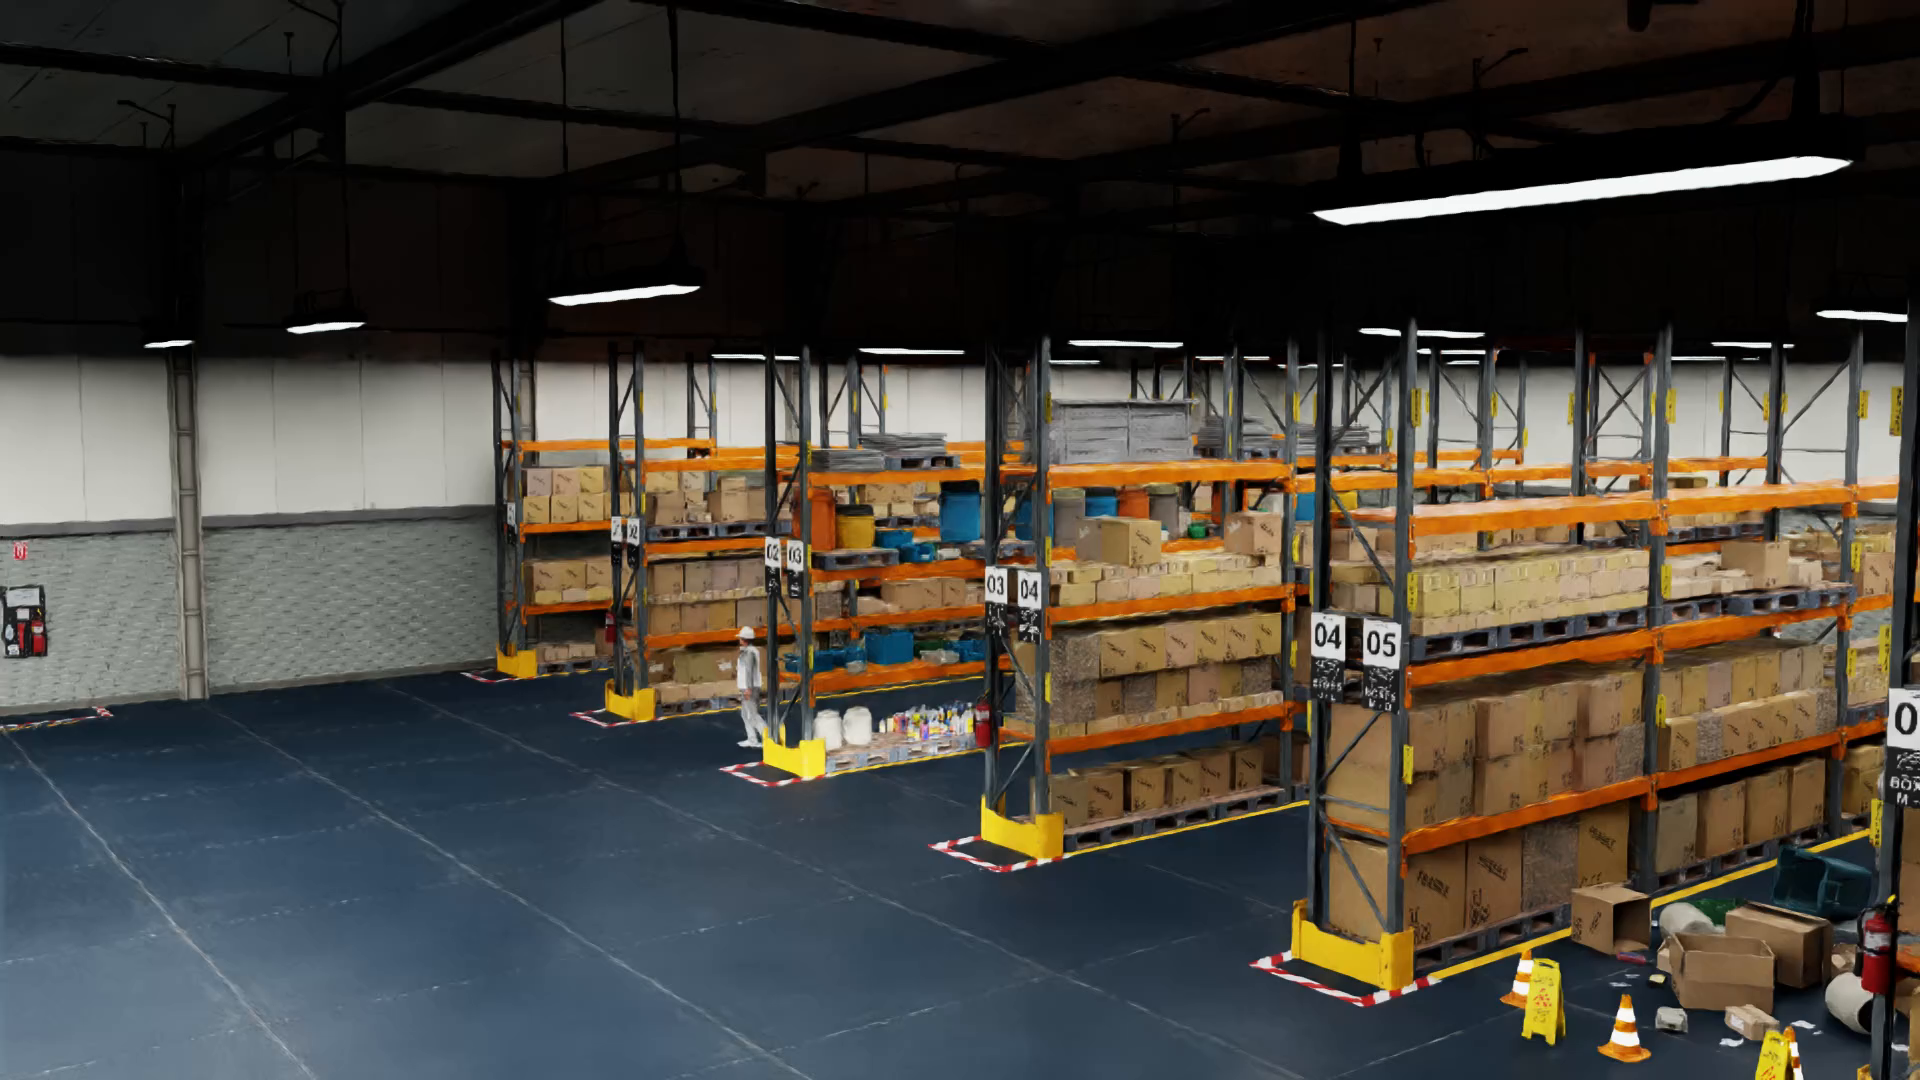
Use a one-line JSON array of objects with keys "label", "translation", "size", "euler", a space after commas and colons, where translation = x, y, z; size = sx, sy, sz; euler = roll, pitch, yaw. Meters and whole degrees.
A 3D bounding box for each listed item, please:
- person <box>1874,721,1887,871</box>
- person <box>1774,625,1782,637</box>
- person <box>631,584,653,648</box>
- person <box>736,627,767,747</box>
[{"label": "person", "translation": [10.124, 2.743, 17.946], "size": [0.408, 1.680, 0.538], "euler": [2, 5, 22]}, {"label": "person", "translation": [14.482, 1.687, 29.584], "size": [0.570, 1.775, 0.583], "euler": [0, 5, -1]}, {"label": "person", "translation": [-5.788, 1.640, 30.503], "size": [0.585, 1.710, 0.976], "euler": [3, 6, 30]}, {"label": "person", "translation": [-3.000, 2.153, 24.354], "size": [0.567, 1.761, 0.570], "euler": [0, 5, 0]}]
